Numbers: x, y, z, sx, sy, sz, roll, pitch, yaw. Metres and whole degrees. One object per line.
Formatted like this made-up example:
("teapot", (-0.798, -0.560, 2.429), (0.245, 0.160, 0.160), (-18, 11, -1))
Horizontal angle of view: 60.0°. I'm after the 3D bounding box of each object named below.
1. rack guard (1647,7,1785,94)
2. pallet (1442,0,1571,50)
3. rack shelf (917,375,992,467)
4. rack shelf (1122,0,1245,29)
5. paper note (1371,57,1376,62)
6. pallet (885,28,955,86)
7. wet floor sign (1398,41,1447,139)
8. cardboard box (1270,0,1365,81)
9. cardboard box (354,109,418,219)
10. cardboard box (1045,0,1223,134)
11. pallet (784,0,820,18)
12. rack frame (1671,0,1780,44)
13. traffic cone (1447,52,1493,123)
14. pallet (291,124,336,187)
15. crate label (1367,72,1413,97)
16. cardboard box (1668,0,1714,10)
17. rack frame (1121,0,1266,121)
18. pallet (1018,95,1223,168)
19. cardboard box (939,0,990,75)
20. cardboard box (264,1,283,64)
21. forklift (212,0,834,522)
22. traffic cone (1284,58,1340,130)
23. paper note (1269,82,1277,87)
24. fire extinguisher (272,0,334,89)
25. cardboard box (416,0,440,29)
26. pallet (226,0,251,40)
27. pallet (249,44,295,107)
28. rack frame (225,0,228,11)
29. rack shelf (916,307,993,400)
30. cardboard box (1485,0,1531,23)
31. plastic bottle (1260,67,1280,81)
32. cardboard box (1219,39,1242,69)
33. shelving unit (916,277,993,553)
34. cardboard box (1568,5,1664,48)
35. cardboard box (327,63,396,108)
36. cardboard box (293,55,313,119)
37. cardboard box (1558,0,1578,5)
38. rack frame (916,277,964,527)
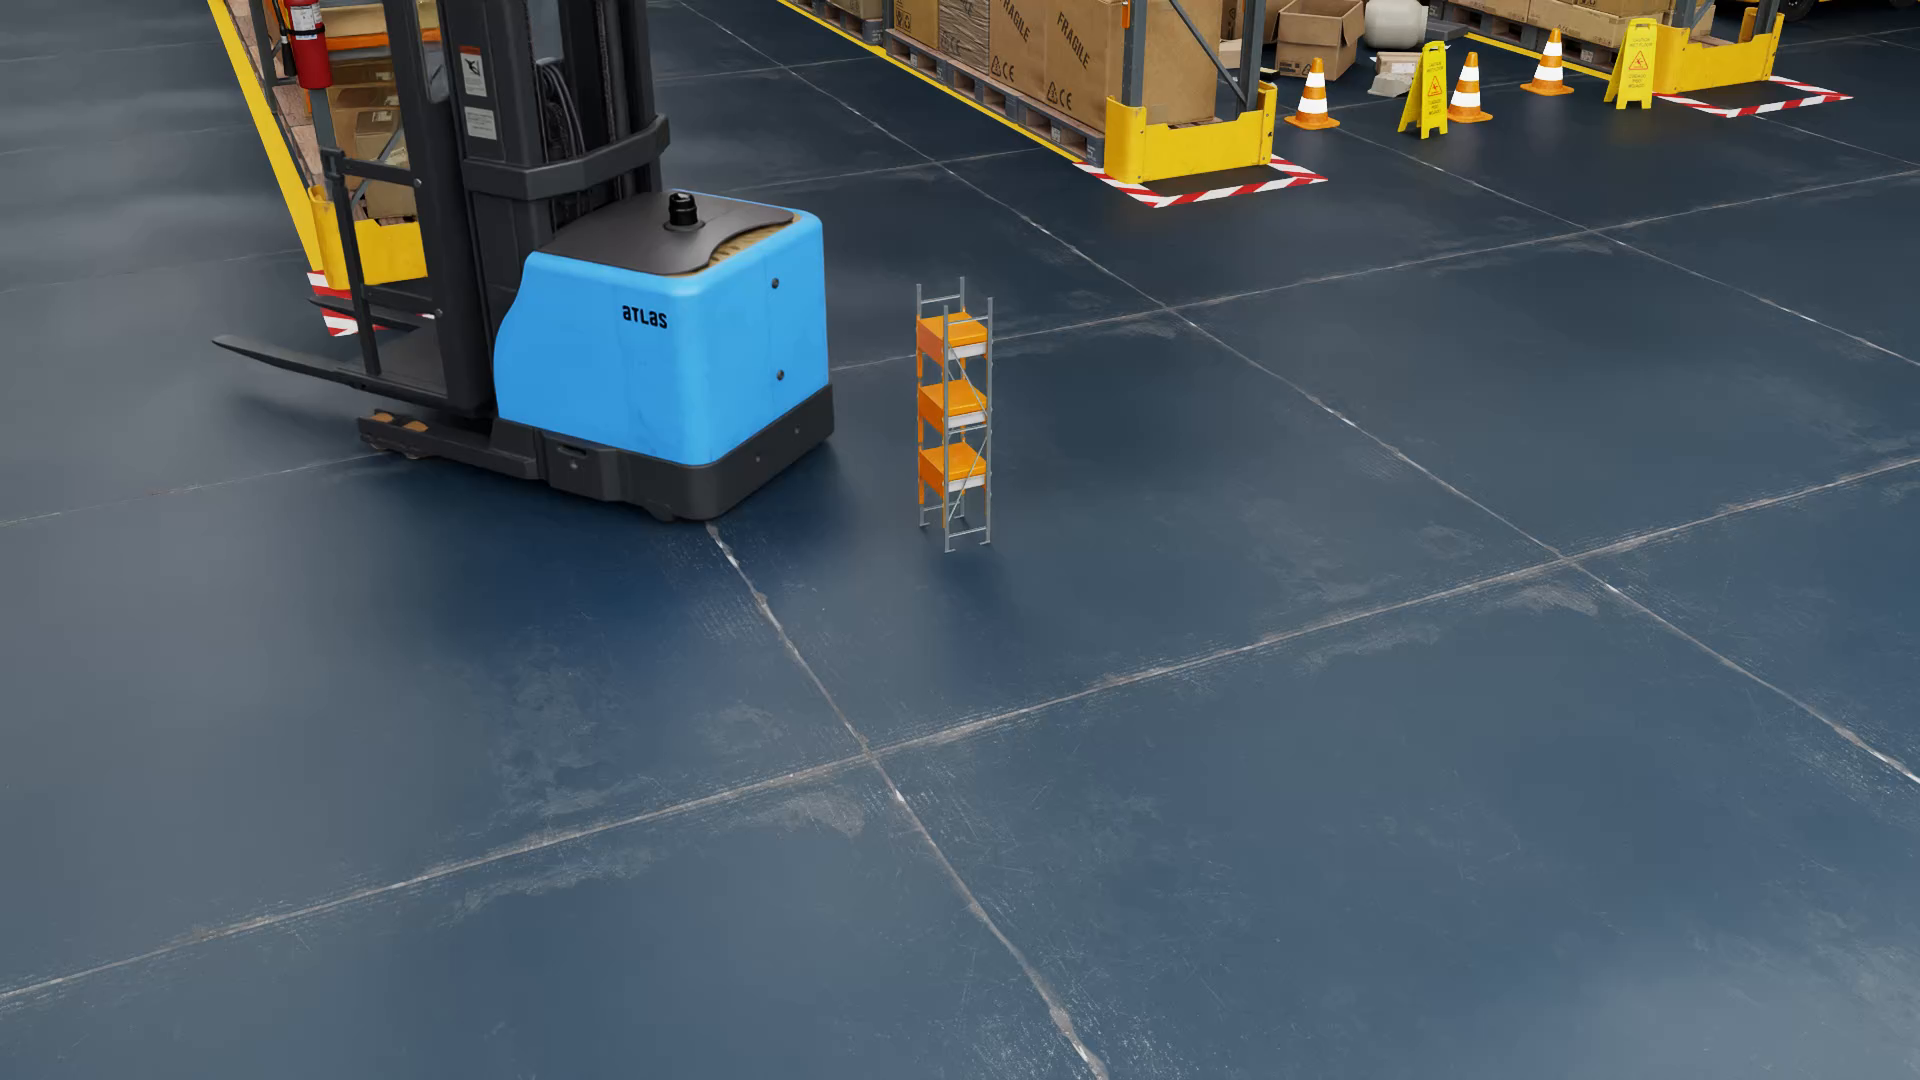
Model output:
("rack guard", (5.927, -3.871, 13.143), (1.175, 0.500, 0.348), (-13, 32, -22))
("pallet", (5.090, -4.650, 14.827), (1.003, 0.211, 1.213), (-13, 32, -22))
("rack shelf", (-0.023, -0.472, 6.541), (0.215, 0.259, 0.240), (-13, 32, -22))
("rack shelf", (0.673, -4.414, 12.290), (1.077, 0.370, 4.000), (-13, 32, -22))
("paper note", (3.527, -4.034, 13.925), (0.148, 0.019, 0.142), (-3, 29, -5))
("pallet", (0.071, -4.043, 13.743), (1.003, 0.211, 1.213), (-13, 32, -22))
("wet floor sign", (3.333, -3.220, 11.833), (0.267, 0.644, 0.232), (-19, 35, -30))
("cardboard box", (2.919, -4.084, 13.518), (0.637, 0.503, 0.797), (13, 32, 21))
("cardboard box", (-3.244, -2.220, 9.768), (0.500, 0.500, 0.500), (-7, 30, -13))
("cardboard box", (1.181, -3.386, 11.465), (0.875, 0.875, 0.875), (-13, 32, -22))
("pallet", (-1.112, -5.260, 15.914), (1.003, 0.211, 1.213), (-13, 32, -22))
("rack frame", (5.959, -4.928, 12.472), (1.000, 3.000, 0.127), (-13, 32, -22))
("traffic cone", (3.753, -3.357, 12.264), (0.336, 0.463, 0.334), (-13, 32, -22))
("pallet", (-3.860, -2.569, 11.116), (1.003, 0.211, 1.213), (-13, 32, -22))
("crate label", (3.360, -3.550, 12.940), (0.298, 0.136, 0.250), (19, 34, 30))
("cardboard box", (5.852, -4.664, 13.616), (0.500, 0.500, 0.500), (-14, 32, -24))
("rack frame", (1.532, -3.844, 10.539), (1.000, 3.000, 0.127), (-13, 32, -22))
("pallet", (1.118, -2.965, 11.821), (1.003, 0.211, 1.213), (-13, 32, -22))
("cardboard box", (0.412, -4.178, 12.876), (0.875, 0.875, 0.875), (-13, 32, -22))
("cardboard box", (-4.952, -3.992, 12.908), (0.700, 0.500, 0.500), (-16, 33, -26))
("forklift", (-2.113, -1.849, 7.050), (3.031, 2.935, 1.130), (14, 32, 24))
("traffic cone", (2.587, -3.270, 12.109), (0.336, 0.463, 0.334), (-13, 32, -22))
("paper note", (2.410, -3.579, 13.103), (0.144, 0.017, 0.142), (-3, 29, -5))
("fire extinguisher", (-3.358, -2.666, 8.517), (0.296, 0.674, 0.183), (-13, 32, -22))
("cardboard box", (-2.898, -2.914, 9.136), (0.380, 0.149, 0.250), (-13, 32, -22))
("pallet", (-6.091, -4.819, 15.129), (1.003, 0.211, 1.213), (-13, 32, -22))
("pallet", (-5.044, -3.742, 13.207), (1.003, 0.211, 1.213), (-13, 32, -22))
("rack frame", (-6.425, -6.381, 15.063), (1.000, 3.000, 0.127), (-13, 32, -22))
("rack shelf", (-0.023, -0.720, 6.402), (0.215, 0.259, 0.240), (-13, 32, -22))
("cardboard box", (4.924, -4.673, 14.399), (0.500, 0.250, 0.500), (-14, 32, -24))
("plastic bottle", (2.426, -3.764, 13.399), (0.283, 0.061, 0.133), (26, 38, 38))
("cardboard box", (2.216, -4.046, 13.694), (0.396, 0.266, 0.258), (-8, 30, -13))
("shelving unit", (-0.023, -0.482, 6.535), (0.215, 1.050, 0.252), (-13, 32, -22))
("cardboard box", (5.359, -4.223, 13.596), (0.500, 0.250, 0.500), (-13, 32, -22))
("cardboard box", (-3.783, -2.757, 10.726), (0.500, 0.500, 0.500), (-10, 31, -17))
("cardboard box", (-4.320, -3.271, 11.642), (0.500, 0.500, 0.500), (-3, 29, -6))
("cardboard box", (5.153, -4.768, 13.801), (0.500, 0.500, 0.500), (-12, 31, -20))
("rack frame", (-0.075, -0.535, 6.631), (0.200, 1.050, 0.008), (-13, 32, -22))
